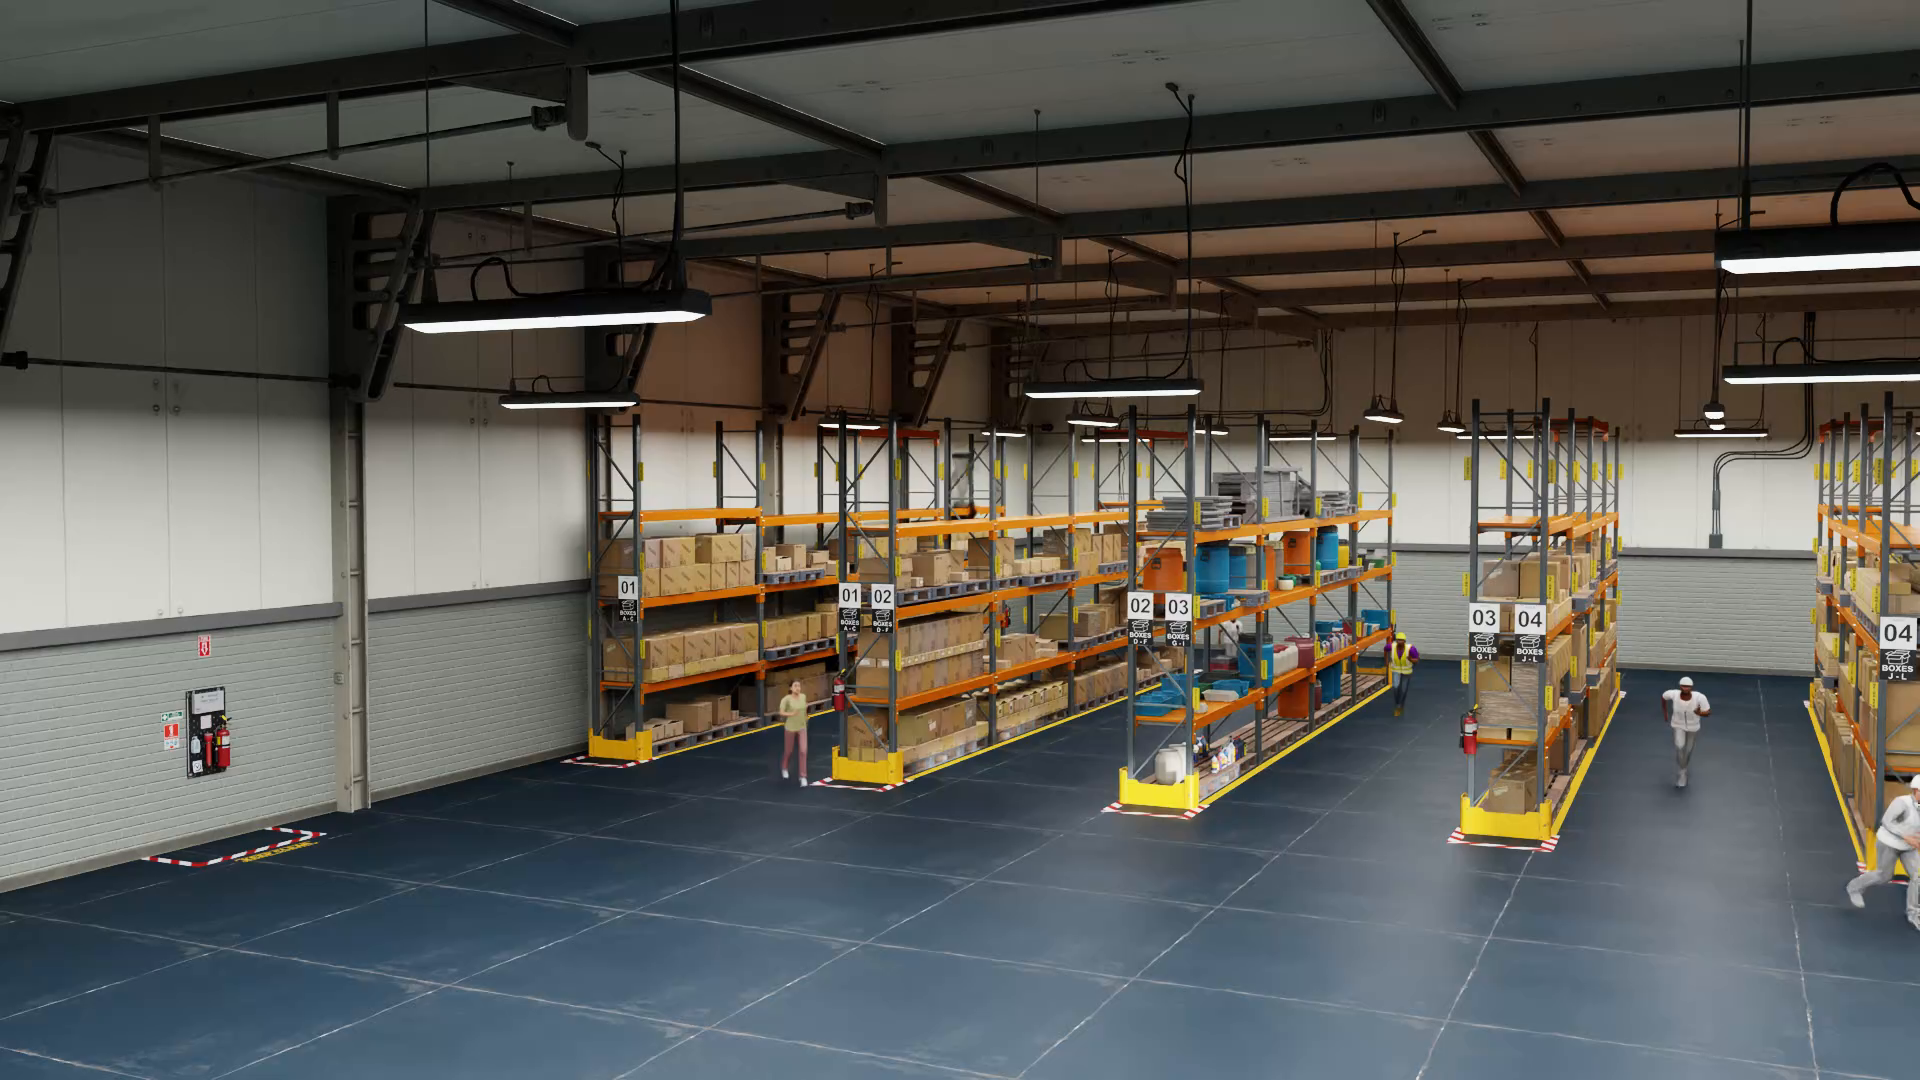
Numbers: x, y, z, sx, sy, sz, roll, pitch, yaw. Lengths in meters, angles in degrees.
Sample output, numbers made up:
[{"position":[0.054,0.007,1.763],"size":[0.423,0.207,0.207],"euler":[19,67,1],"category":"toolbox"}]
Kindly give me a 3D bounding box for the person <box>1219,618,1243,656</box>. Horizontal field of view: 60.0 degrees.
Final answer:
[{"position":[6.618,2.521,40.486],"size":[0.580,1.628,0.578],"euler":[0,2,-3],"category":"person"}]

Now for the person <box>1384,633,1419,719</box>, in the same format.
[{"position":[9.011,2.748,33.978],"size":[0.687,1.751,0.943],"euler":[0,2,12],"category":"person"}]

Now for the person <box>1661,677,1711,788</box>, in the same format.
[{"position":[11.619,3.049,26.645],"size":[0.689,1.768,0.958],"euler":[1,2,16],"category":"person"}]

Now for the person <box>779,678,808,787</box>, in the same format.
[{"position":[-2.653,3.043,26.584],"size":[0.562,1.678,0.948],"euler":[-1,3,-26],"category":"person"}]

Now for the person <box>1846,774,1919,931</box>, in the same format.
[{"position":[10.380,3.410,18.501],"size":[0.697,1.732,1.045],"euler":[-1,3,-27],"category":"person"}]
